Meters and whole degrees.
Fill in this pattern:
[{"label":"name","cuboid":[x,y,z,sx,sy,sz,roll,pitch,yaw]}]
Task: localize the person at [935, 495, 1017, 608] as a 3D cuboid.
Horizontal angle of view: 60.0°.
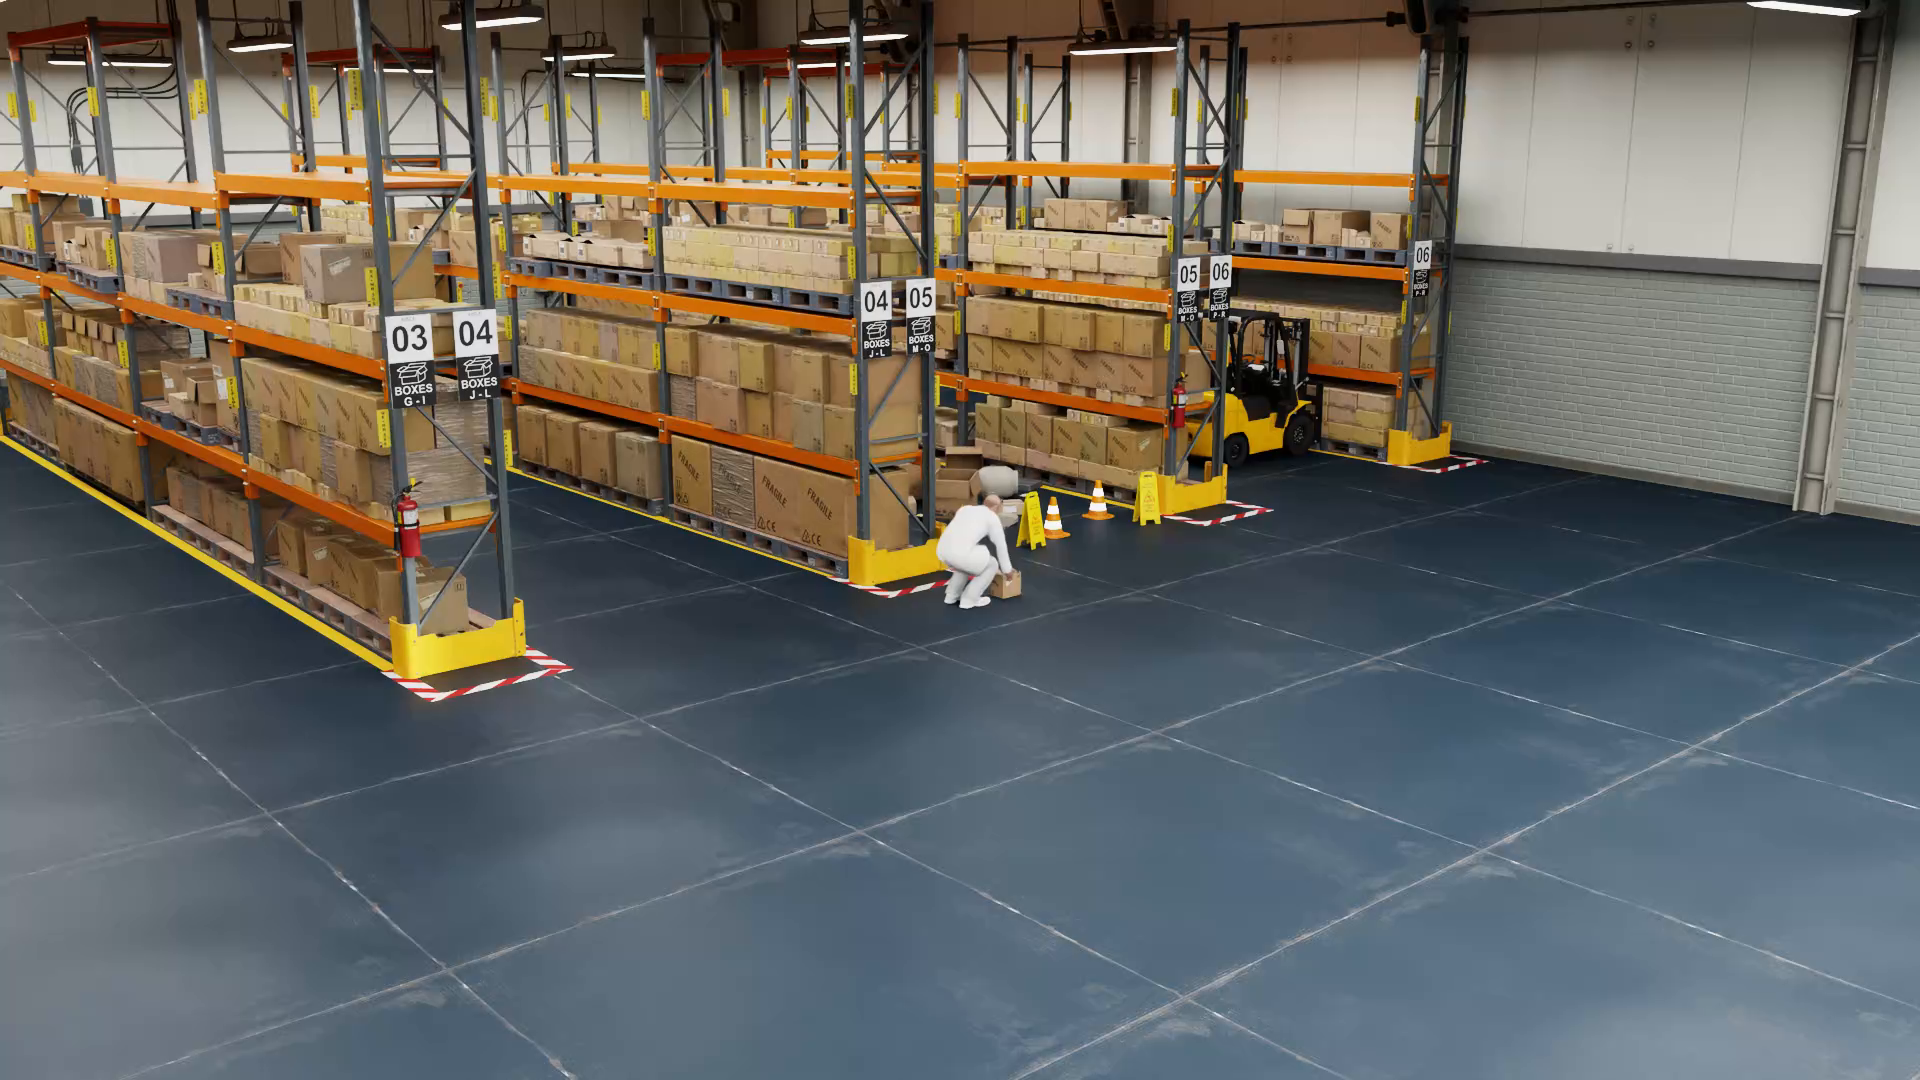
[{"label":"person","cuboid":[0.129,0.120,17.058,0.879,1.054,0.613,-12,18,-40]}]
